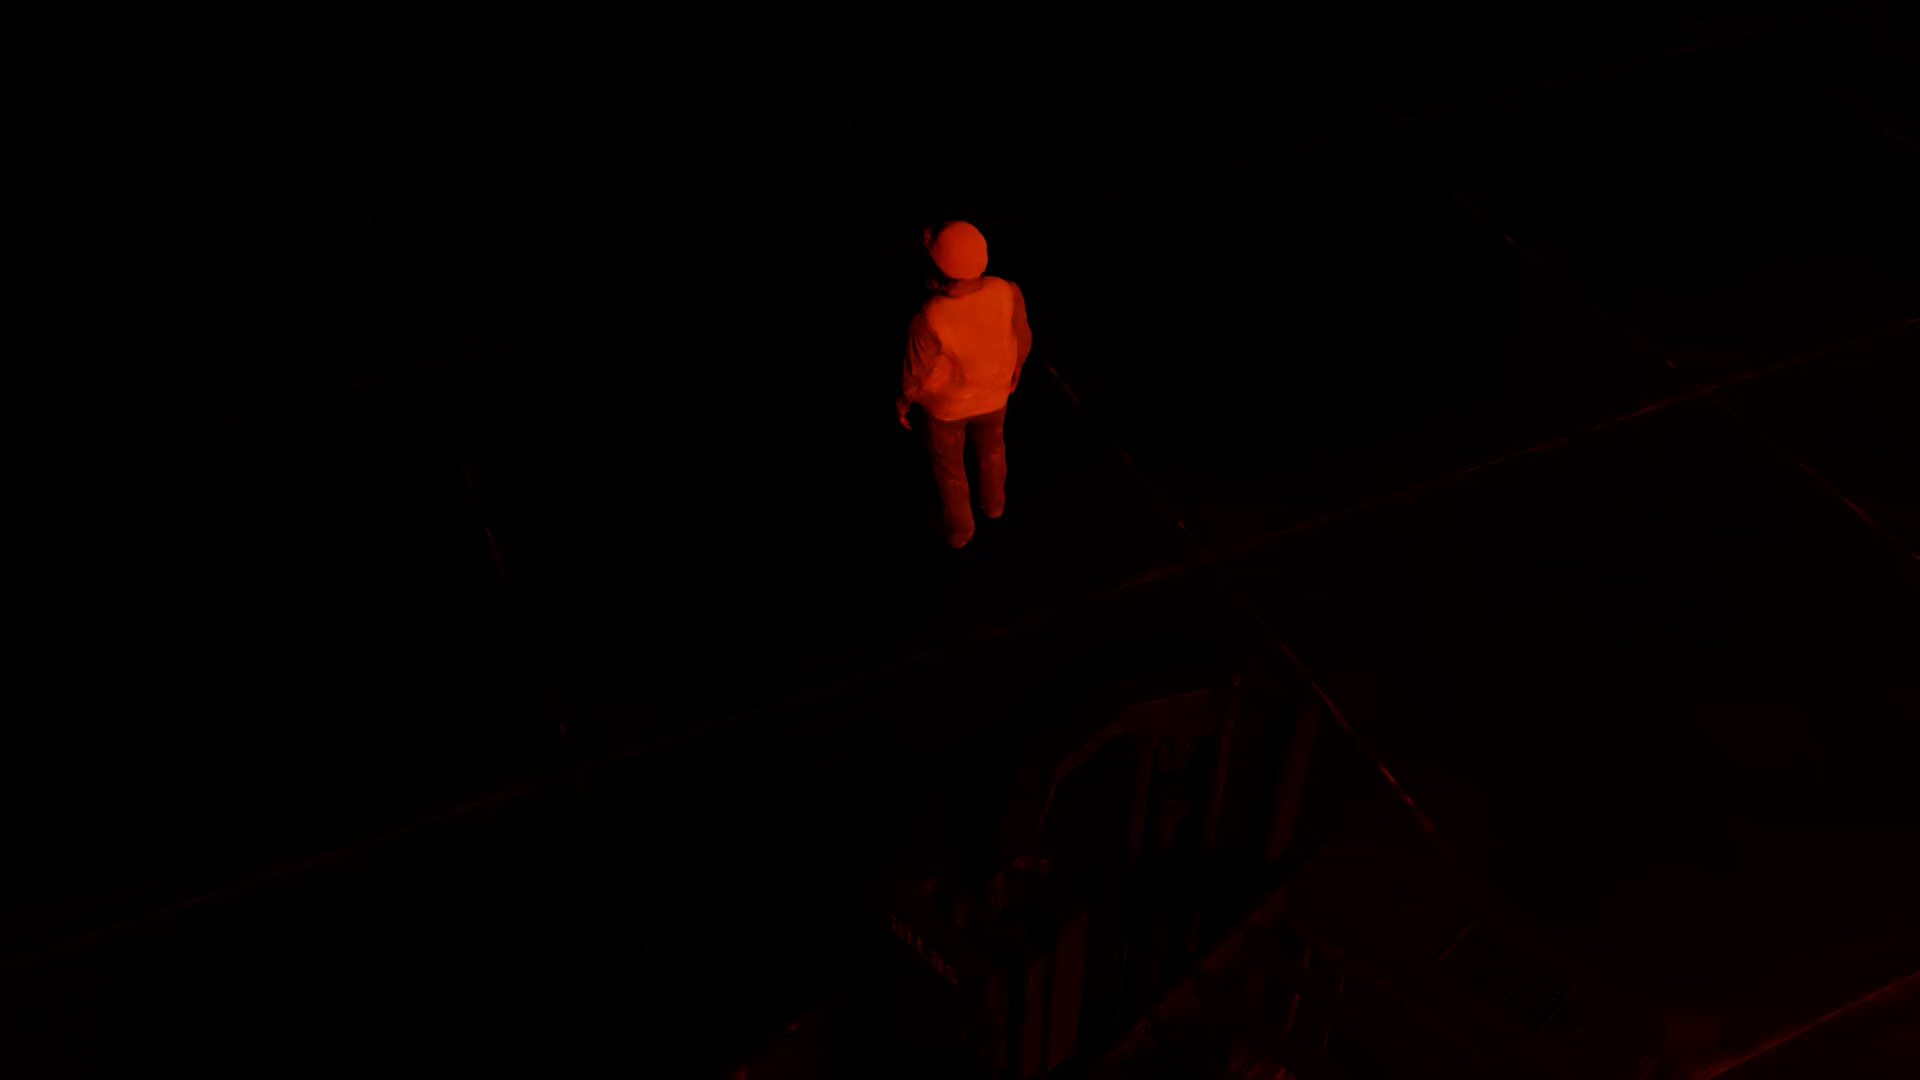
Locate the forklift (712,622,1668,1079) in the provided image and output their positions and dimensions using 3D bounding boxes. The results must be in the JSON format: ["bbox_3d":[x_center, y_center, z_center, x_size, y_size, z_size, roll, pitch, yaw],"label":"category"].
[{"bbox_3d":[0.664,1.721,3.836,1.130,2.935,3.031,-34,53,-31],"label":"forklift"}]

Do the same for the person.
[{"bbox_3d":[-0.019,-0.695,7.262,0.632,1.773,0.567,-18,46,-18],"label":"person"}]
